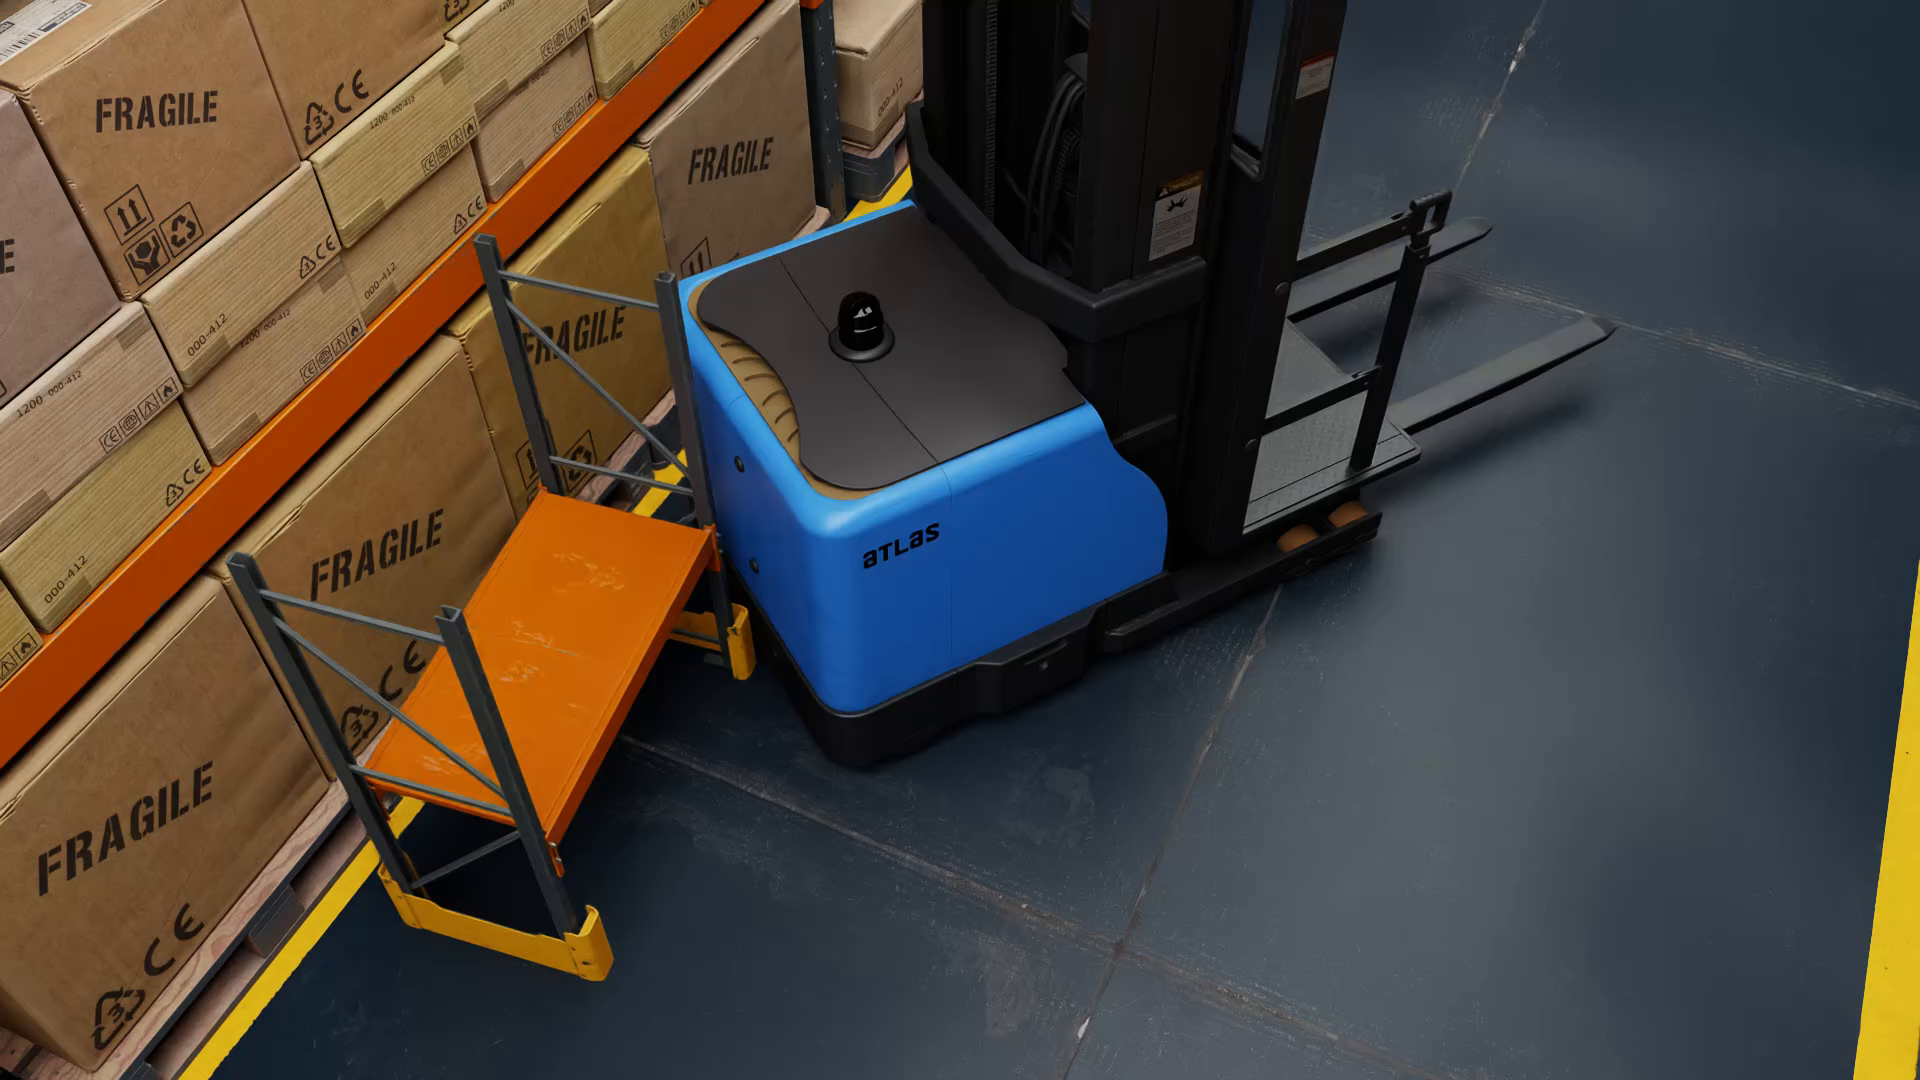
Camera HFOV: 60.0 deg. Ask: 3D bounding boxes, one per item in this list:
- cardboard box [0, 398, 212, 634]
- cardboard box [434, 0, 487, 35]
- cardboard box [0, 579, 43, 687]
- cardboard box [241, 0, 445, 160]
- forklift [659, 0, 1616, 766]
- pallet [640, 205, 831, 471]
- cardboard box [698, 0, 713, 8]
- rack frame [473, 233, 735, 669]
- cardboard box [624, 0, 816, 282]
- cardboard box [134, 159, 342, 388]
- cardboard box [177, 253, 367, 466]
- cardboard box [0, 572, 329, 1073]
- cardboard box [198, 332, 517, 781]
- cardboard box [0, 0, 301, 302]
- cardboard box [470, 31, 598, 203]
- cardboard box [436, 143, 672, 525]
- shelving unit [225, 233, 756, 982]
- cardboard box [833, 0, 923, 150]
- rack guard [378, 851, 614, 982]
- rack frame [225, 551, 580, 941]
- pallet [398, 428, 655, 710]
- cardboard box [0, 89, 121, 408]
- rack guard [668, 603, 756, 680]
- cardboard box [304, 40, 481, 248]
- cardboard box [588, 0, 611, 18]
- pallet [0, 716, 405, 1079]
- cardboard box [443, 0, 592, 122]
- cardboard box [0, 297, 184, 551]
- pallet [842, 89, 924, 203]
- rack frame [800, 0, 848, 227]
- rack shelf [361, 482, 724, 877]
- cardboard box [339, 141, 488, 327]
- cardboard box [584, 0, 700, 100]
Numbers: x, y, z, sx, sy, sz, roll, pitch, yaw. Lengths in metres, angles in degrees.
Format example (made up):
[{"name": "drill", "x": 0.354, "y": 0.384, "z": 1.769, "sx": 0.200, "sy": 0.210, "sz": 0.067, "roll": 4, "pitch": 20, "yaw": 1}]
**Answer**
[{"name": "cardboard box", "x": -1.974, "y": -0.135, "z": 3.494, "sx": 0.500, "sy": 0.250, "sz": 0.500, "roll": 18, "pitch": 52, "yaw": 15}, {"name": "cardboard box", "x": -1.318, "y": -1.590, "z": 3.911, "sx": 0.500, "sy": 0.500, "sz": 0.500, "roll": 21, "pitch": 53, "yaw": 17}, {"name": "cardboard box", "x": -2.178, "y": 0.224, "z": 3.188, "sx": 0.500, "sy": 0.250, "sz": 0.500, "roll": 19, "pitch": 52, "yaw": 15}, {"name": "cardboard box", "x": -1.525, "y": -1.228, "z": 3.603, "sx": 0.500, "sy": 0.500, "sz": 0.500, "roll": 21, "pitch": 53, "yaw": 17}, {"name": "forklift", "x": 0.719, "y": -1.165, "z": 4.317, "sx": 3.031, "sy": 2.935, "sz": 1.130, "roll": -24, "pitch": 54, "yaw": -19}, {"name": "pallet", "x": -1.167, "y": -0.864, "z": 5.847, "sx": 1.003, "sy": 0.211, "sz": 1.213, "roll": 20, "pitch": 52, "yaw": 16}, {"name": "cardboard box", "x": -0.869, "y": -1.884, "z": 4.982, "sx": 0.500, "sy": 0.250, "sz": 0.500, "roll": 19, "pitch": 52, "yaw": 15}, {"name": "rack frame", "x": -0.892, "y": -0.166, "z": 4.406, "sx": 0.500, "sy": 1.500, "sz": 0.032, "roll": 13, "pitch": 51, "yaw": 11}, {"name": "cardboard box", "x": -1.098, "y": -1.318, "z": 5.522, "sx": 0.875, "sy": 0.875, "sz": 0.875, "roll": 21, "pitch": 53, "yaw": 17}, {"name": "cardboard box", "x": -1.728, "y": -0.646, "z": 3.600, "sx": 0.500, "sy": 0.250, "sz": 0.500, "roll": 20, "pitch": 52, "yaw": 16}, {"name": "cardboard box", "x": -1.745, "y": -0.495, "z": 3.800, "sx": 0.500, "sy": 0.250, "sz": 0.500, "roll": 21, "pitch": 53, "yaw": 17}, {"name": "cardboard box", "x": -2.244, "y": 0.534, "z": 3.945, "sx": 0.875, "sy": 0.875, "sz": 0.875, "roll": 19, "pitch": 52, "yaw": 16}, {"name": "cardboard box", "x": -1.859, "y": -0.078, "z": 4.467, "sx": 0.875, "sy": 0.875, "sz": 0.875, "roll": 20, "pitch": 53, "yaw": 17}, {"name": "cardboard box", "x": -1.744, "y": -0.882, "z": 3.309, "sx": 0.500, "sy": 0.500, "sz": 0.500, "roll": 21, "pitch": 53, "yaw": 17}, {"name": "cardboard box", "x": -1.320, "y": -1.193, "z": 4.394, "sx": 0.500, "sy": 0.250, "sz": 0.500, "roll": 19, "pitch": 52, "yaw": 15}, {"name": "cardboard box", "x": -1.477, "y": -0.694, "z": 4.990, "sx": 0.875, "sy": 0.875, "sz": 0.875, "roll": 21, "pitch": 53, "yaw": 17}, {"name": "shelving unit", "x": -1.039, "y": 0.197, "z": 4.097, "sx": 0.587, "sy": 1.500, "sz": 1.083, "roll": 13, "pitch": 51, "yaw": 11}, {"name": "cardboard box", "x": -0.540, "y": -2.027, "z": 6.412, "sx": 0.875, "sy": 0.438, "sz": 0.875, "roll": 19, "pitch": 52, "yaw": 16}, {"name": "rack guard", "x": -1.186, "y": 0.965, "z": 4.265, "sx": 0.587, "sy": 0.250, "sz": 0.087, "roll": 13, "pitch": 51, "yaw": 11}, {"name": "rack frame", "x": -1.192, "y": 0.574, "z": 3.777, "sx": 0.500, "sy": 1.500, "sz": 0.032, "roll": 13, "pitch": 51, "yaw": 11}, {"name": "pallet", "x": -1.687, "y": -0.021, "z": 5.129, "sx": 1.003, "sy": 0.211, "sz": 1.213, "roll": 20, "pitch": 52, "yaw": 16}, {"name": "cardboard box", "x": -1.979, "y": -0.531, "z": 3.010, "sx": 0.500, "sy": 0.500, "sz": 0.500, "roll": 20, "pitch": 52, "yaw": 16}, {"name": "rack guard", "x": -0.892, "y": 0.240, "z": 4.882, "sx": 0.587, "sy": 0.250, "sz": 0.087, "roll": 13, "pitch": 51, "yaw": 11}, {"name": "cardboard box", "x": -1.500, "y": -0.991, "z": 3.894, "sx": 0.500, "sy": 0.250, "sz": 0.500, "roll": 21, "pitch": 53, "yaw": 17}, {"name": "cardboard box", "x": -1.081, "y": -1.708, "z": 4.504, "sx": 0.500, "sy": 0.250, "sz": 0.500, "roll": 21, "pitch": 53, "yaw": 17}, {"name": "pallet", "x": -2.209, "y": 0.816, "z": 4.417, "sx": 1.003, "sy": 0.211, "sz": 1.213, "roll": 20, "pitch": 52, "yaw": 16}, {"name": "cardboard box", "x": -1.296, "y": -1.349, "z": 4.199, "sx": 0.500, "sy": 0.250, "sz": 0.500, "roll": 21, "pitch": 53, "yaw": 17}, {"name": "cardboard box", "x": -1.953, "y": -0.307, "z": 3.312, "sx": 0.500, "sy": 0.250, "sz": 0.500, "roll": 21, "pitch": 53, "yaw": 17}, {"name": "pallet", "x": -0.510, "y": -1.918, "z": 6.744, "sx": 1.003, "sy": 0.211, "sz": 1.213, "roll": 20, "pitch": 52, "yaw": 16}, {"name": "rack frame", "x": -0.905, "y": -2.324, "z": 5.258, "sx": 1.000, "sy": 3.000, "sz": 0.127, "roll": 20, "pitch": 52, "yaw": 16}, {"name": "rack shelf", "x": -1.042, "y": 0.320, "z": 4.229, "sx": 0.538, "sy": 0.185, "sz": 1.000, "roll": 13, "pitch": 51, "yaw": 11}, {"name": "cardboard box", "x": -1.537, "y": -0.836, "z": 4.090, "sx": 0.500, "sy": 0.250, "sz": 0.500, "roll": 20, "pitch": 52, "yaw": 16}, {"name": "cardboard box", "x": -1.088, "y": -1.534, "z": 4.684, "sx": 0.500, "sy": 0.250, "sz": 0.500, "roll": 19, "pitch": 52, "yaw": 16}]
